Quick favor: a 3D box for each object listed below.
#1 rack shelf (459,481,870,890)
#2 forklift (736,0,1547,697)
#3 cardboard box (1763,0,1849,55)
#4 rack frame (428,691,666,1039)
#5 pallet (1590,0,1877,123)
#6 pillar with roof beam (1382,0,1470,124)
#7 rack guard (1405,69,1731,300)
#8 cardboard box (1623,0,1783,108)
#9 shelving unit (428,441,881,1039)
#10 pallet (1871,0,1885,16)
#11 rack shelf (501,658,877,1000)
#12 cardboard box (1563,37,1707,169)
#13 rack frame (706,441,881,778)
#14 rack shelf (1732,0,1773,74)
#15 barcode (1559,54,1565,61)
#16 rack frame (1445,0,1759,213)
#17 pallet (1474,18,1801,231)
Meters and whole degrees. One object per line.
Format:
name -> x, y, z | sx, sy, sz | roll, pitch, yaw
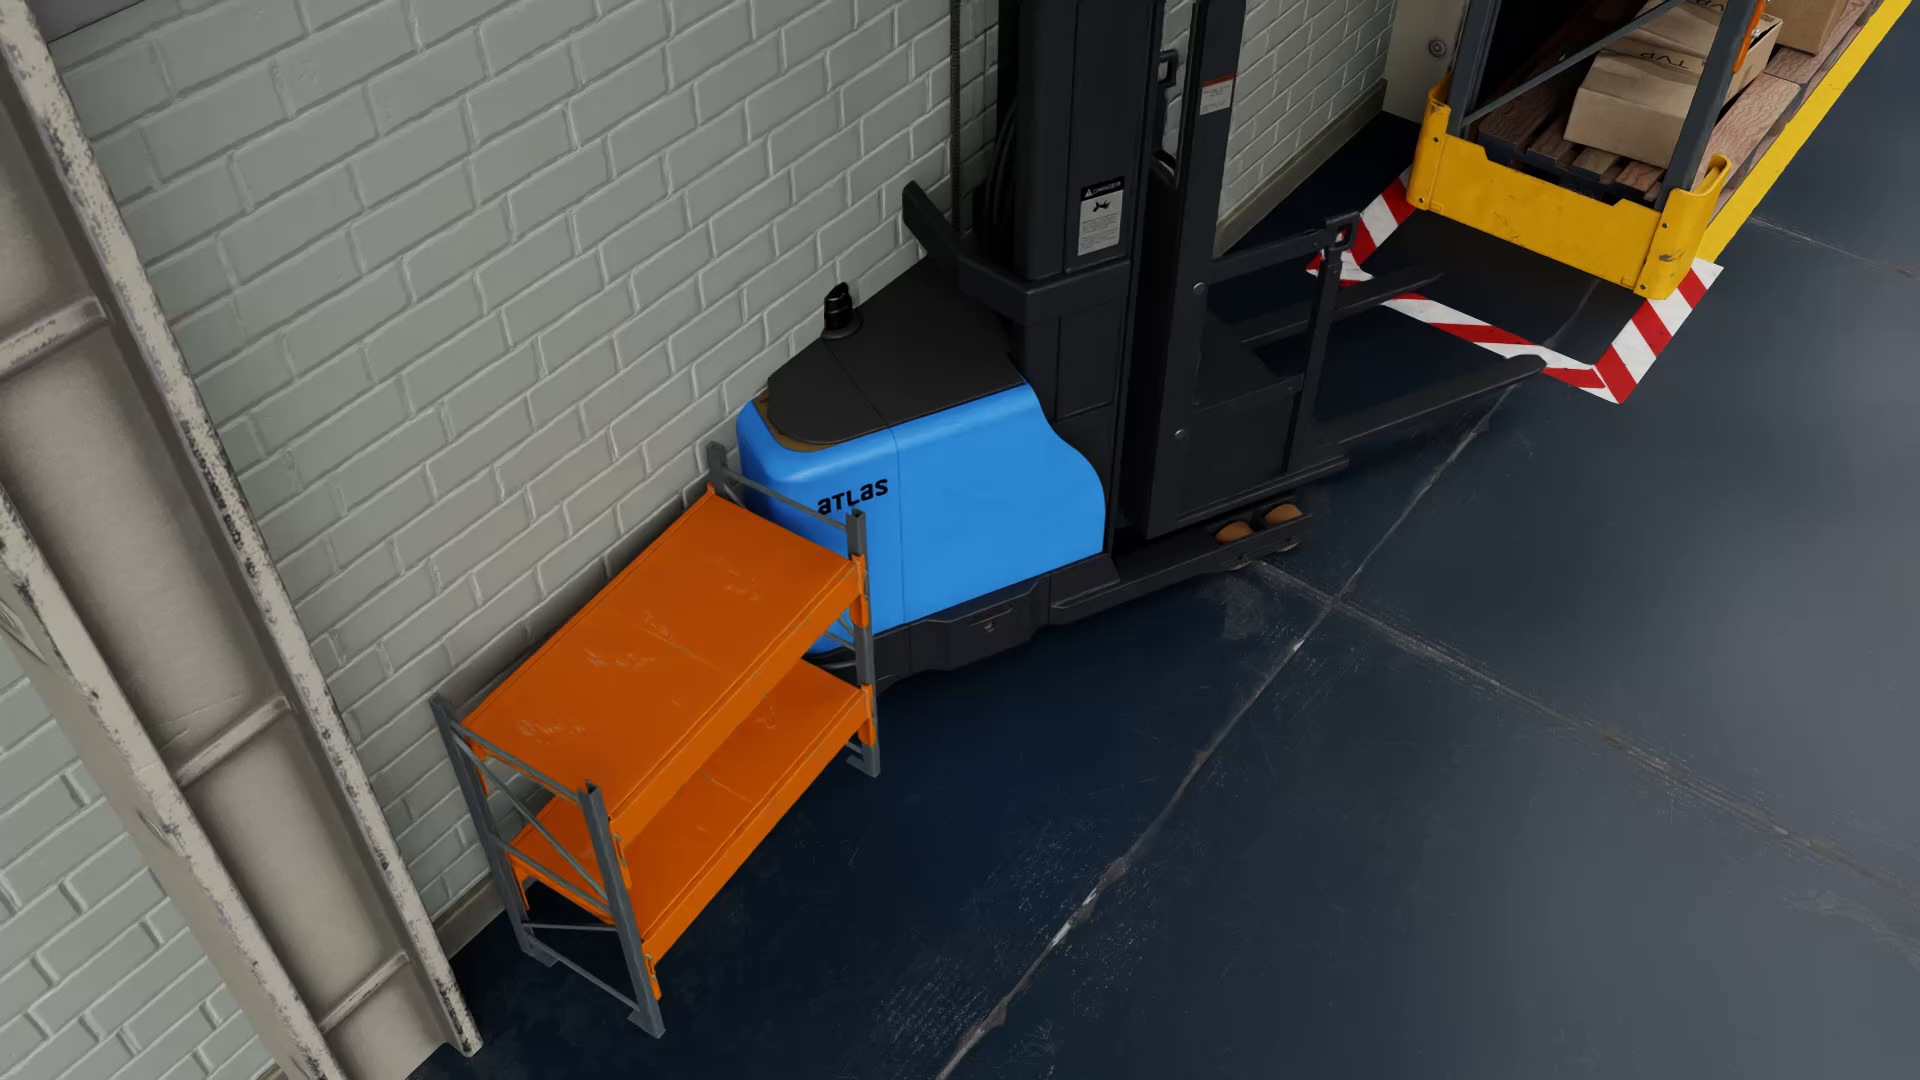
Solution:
rack shelf -> -0.736, 0.336, 4.247 | 0.538, 0.278, 1.000 | 25, 51, 22
forklift -> 0.635, -1.237, 4.904 | 3.031, 2.935, 1.130 | -19, 49, -18
cardboard box -> 3.739, -2.661, 7.642 | 0.700, 0.500, 0.500 | 26, 52, 23
rack frame -> -1.012, 0.846, 4.164 | 0.500, 1.125, 0.032 | 25, 51, 22
pallet -> 3.726, -2.517, 8.008 | 1.003, 0.211, 1.213 | 29, 53, 25
pillar with roof beam -> 5.559, -3.244, 2.626 | 9.100, 9.000, 0.400 | 29, 53, 25
rack guard -> 2.455, -1.472, 6.811 | 1.175, 0.500, 0.348 | 29, 53, 25
cardboard box -> 3.251, -2.198, 7.330 | 0.500, 0.311, 0.500 | 34, 55, 28
shelving unit -> -0.736, 0.538, 4.458 | 0.538, 1.125, 1.048 | 25, 51, 22
pallet -> 4.471, -3.218, 8.678 | 1.003, 0.211, 1.213 | 29, 53, 25
rack shelf -> -0.736, 0.707, 4.635 | 0.538, 0.278, 1.000 | 25, 51, 22
cardboard box -> 2.903, -1.871, 7.018 | 0.500, 0.311, 0.500 | 24, 51, 21
rack frame -> -0.460, 0.229, 4.753 | 0.500, 1.125, 0.032 | 25, 51, 22
rack shelf -> 3.631, -3.188, 7.218 | 1.077, 0.370, 4.000 | 29, 53, 25
barcode -> 2.597, -2.062, 7.194 | 0.001, 0.075, 0.075 | 29, 53, 25
rack frame -> 2.409, -2.292, 5.865 | 1.000, 3.000, 0.127 | 29, 53, 25
pallet -> 2.980, -1.822, 7.344 | 1.003, 0.211, 1.213 | 29, 53, 25
